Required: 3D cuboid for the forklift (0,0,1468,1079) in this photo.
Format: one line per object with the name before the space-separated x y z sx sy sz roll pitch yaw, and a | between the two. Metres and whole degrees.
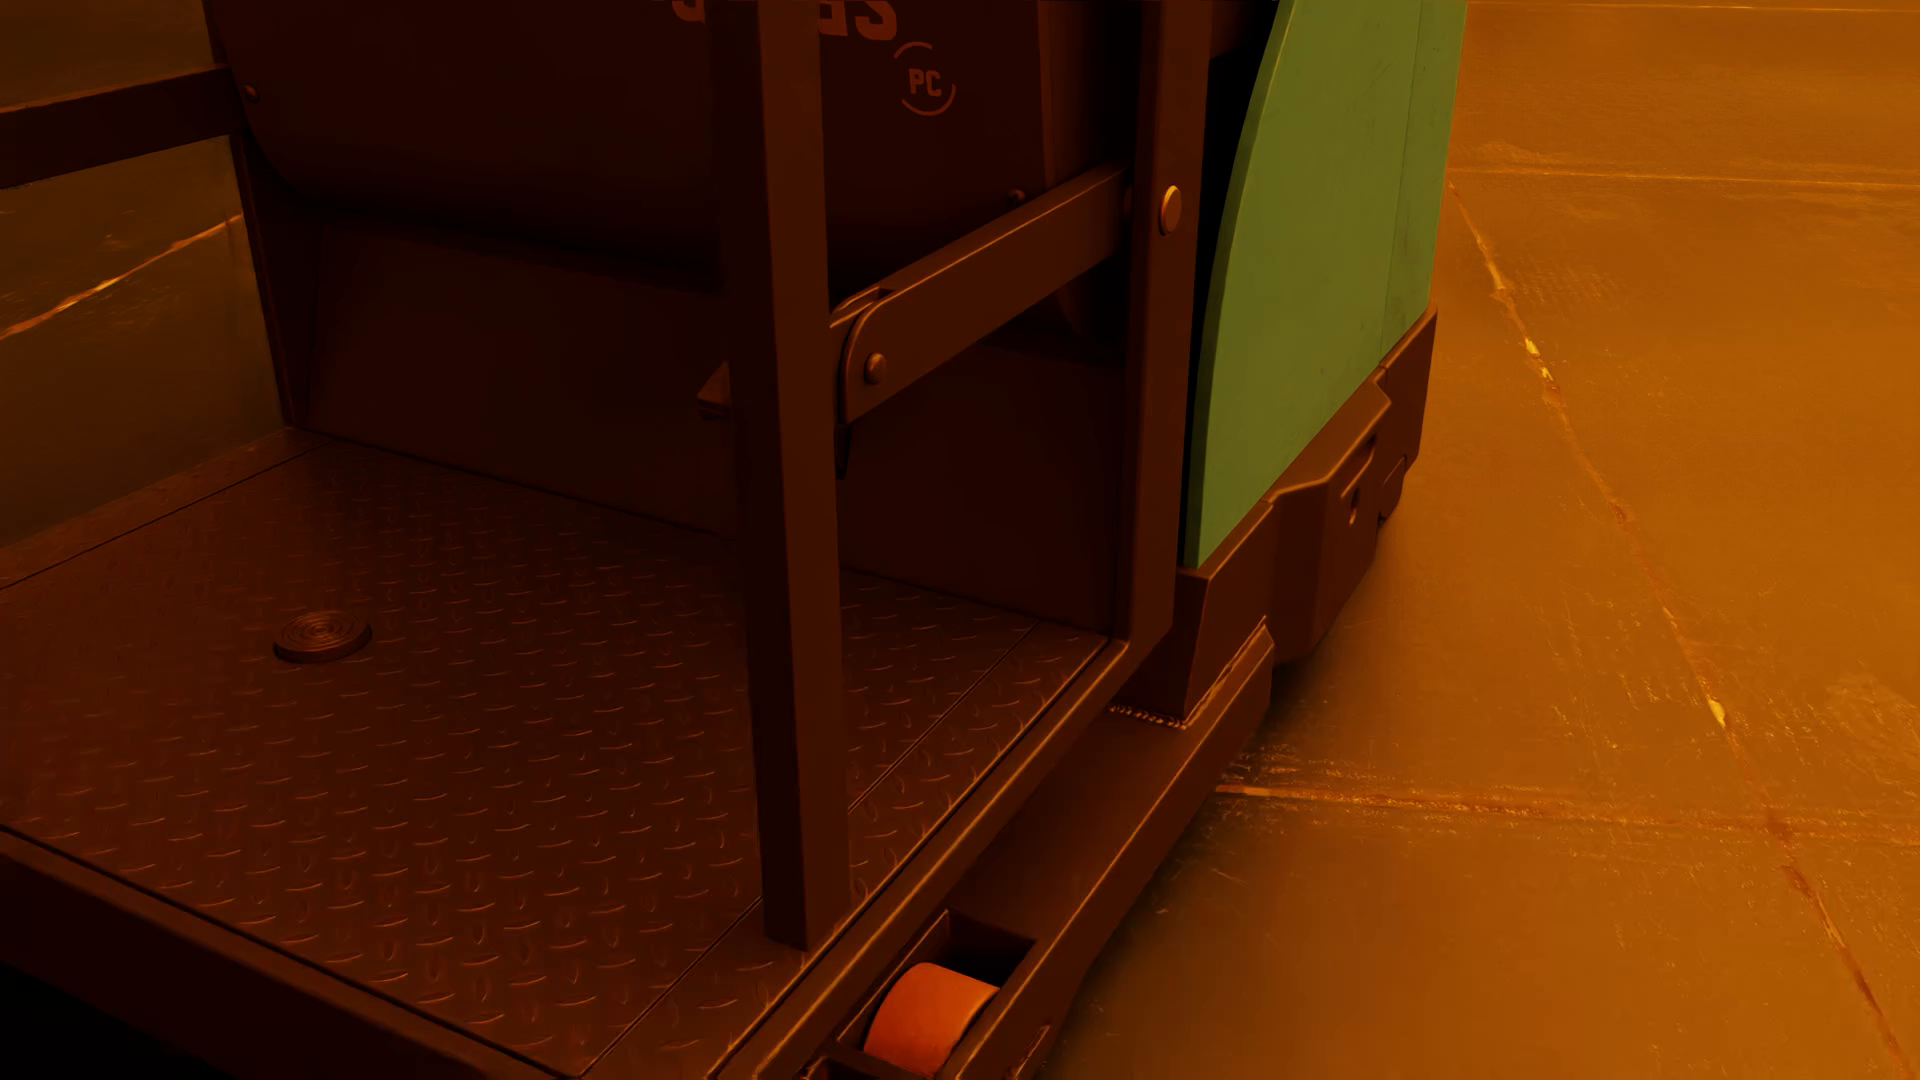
forklift | -0.417 -0.931 1.083 1.130 2.935 3.031 13 30 25
